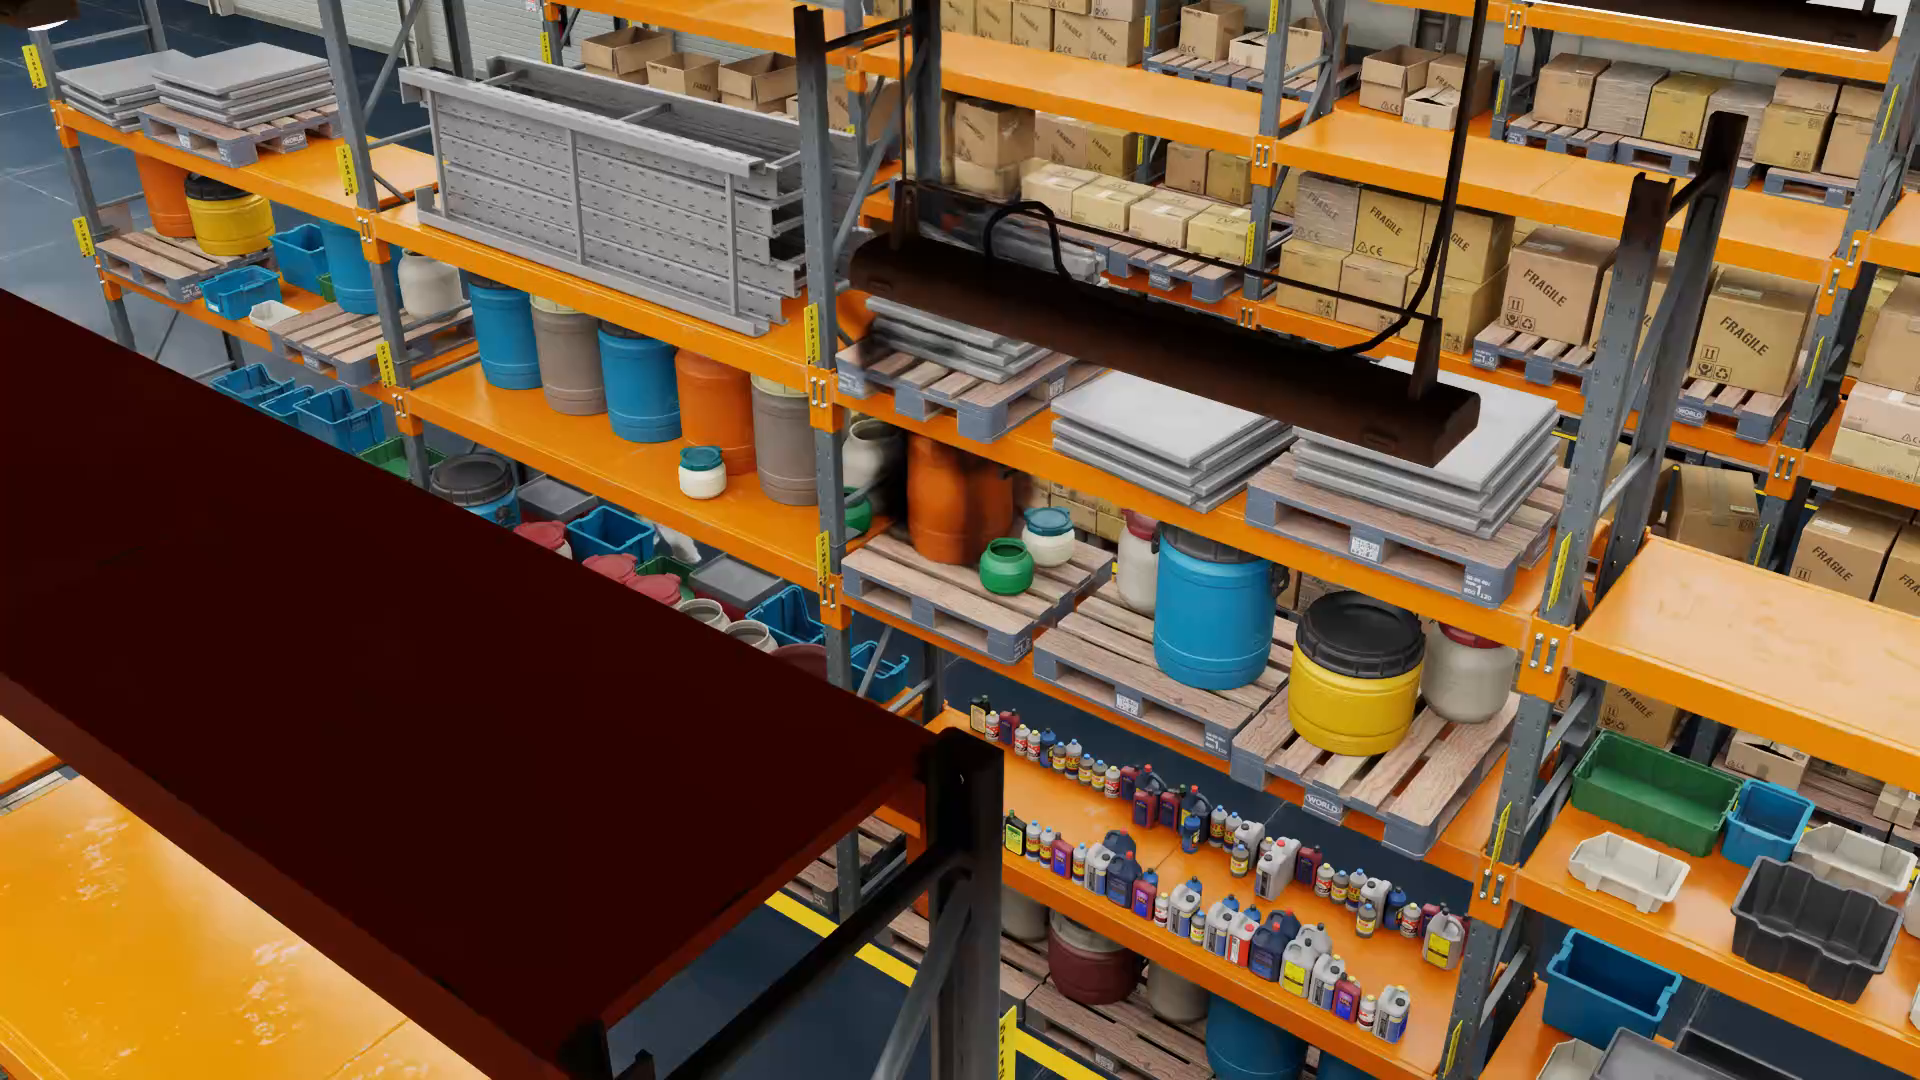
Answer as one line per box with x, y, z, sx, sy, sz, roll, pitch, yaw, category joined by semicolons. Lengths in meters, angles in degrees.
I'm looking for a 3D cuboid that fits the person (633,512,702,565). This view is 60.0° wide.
-2.694;-0.518;14.510;0.937;1.753;0.666;13;34;20;person
